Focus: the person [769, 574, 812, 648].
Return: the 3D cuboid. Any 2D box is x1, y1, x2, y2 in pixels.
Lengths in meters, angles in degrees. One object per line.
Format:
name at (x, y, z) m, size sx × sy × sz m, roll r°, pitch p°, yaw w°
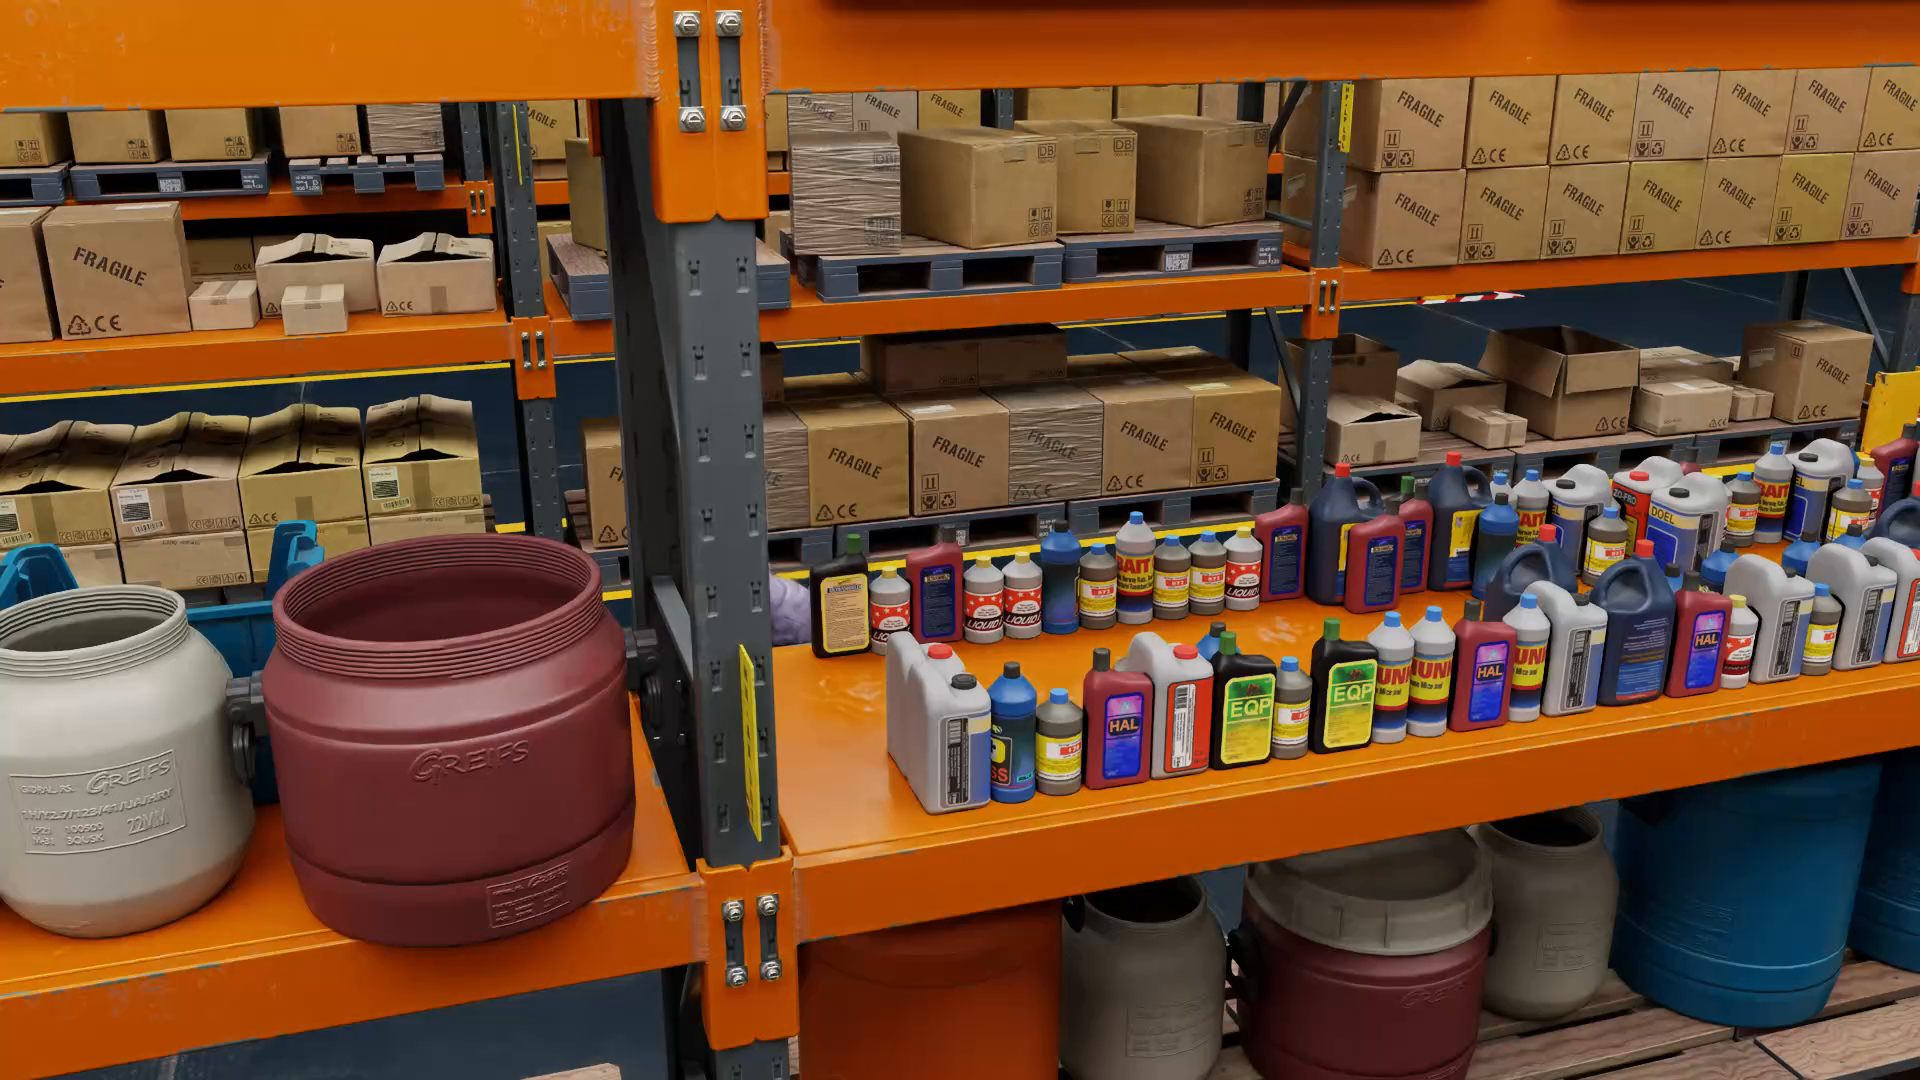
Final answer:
person at (-0.727, 0.430, 6.094) m, size 0.824 × 0.843 × 0.522 m, roll -6°, pitch 20°, yaw -17°
